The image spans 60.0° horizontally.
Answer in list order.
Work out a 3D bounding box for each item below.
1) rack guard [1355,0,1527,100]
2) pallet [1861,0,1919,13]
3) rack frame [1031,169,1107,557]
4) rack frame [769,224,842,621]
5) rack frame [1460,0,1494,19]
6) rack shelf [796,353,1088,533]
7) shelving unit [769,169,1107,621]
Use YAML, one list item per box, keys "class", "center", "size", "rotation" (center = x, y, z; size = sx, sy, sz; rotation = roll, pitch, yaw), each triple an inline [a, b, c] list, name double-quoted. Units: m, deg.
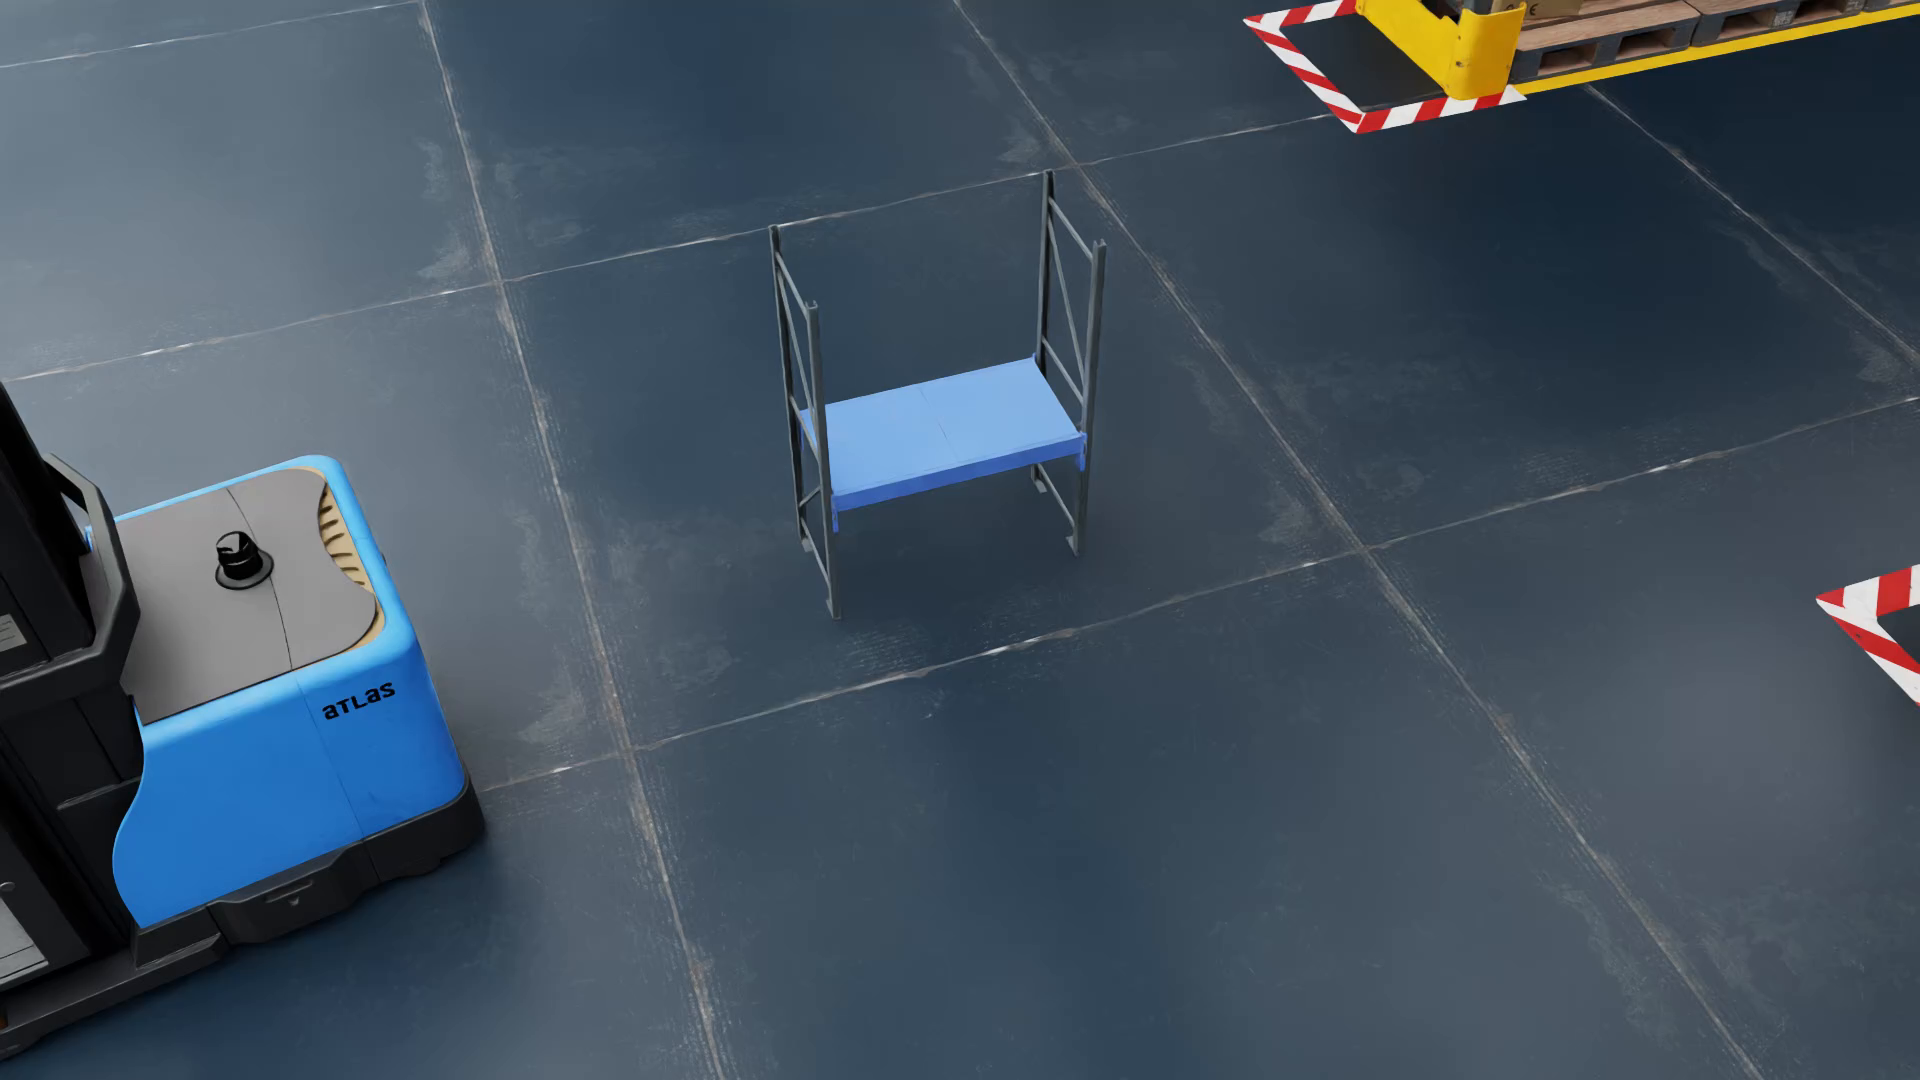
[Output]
- class: "rack guard"
  center: [2.694, -3.016, 9.403]
  size: [0.348, 0.500, 1.175]
  rotation: [-14, 47, -14]
- class: "pallet"
  center: [5.765, -3.673, 10.262]
  size: [1.213, 0.211, 1.003]
  rotation: [-14, 47, -14]
- class: "rack frame"
  center: [0.398, -0.631, 6.320]
  size: [0.032, 1.500, 0.500]
  rotation: [-14, 47, -14]
- class: "rack frame"
  center: [-0.558, -0.387, 6.076]
  size: [0.032, 1.500, 0.500]
  rotation: [-14, 47, -14]
- class: "rack frame"
  center: [2.622, -3.880, 8.500]
  size: [0.127, 3.000, 1.000]
  rotation: [-14, 47, -14]
- class: "rack shelf"
  center: [-0.080, -0.382, 6.326]
  size: [1.000, 0.185, 0.538]
  rotation: [-14, 47, -14]
- class: "shelving unit"
  center: [-0.080, -0.509, 6.198]
  size: [1.048, 1.500, 0.538]
  rotation: [-14, 47, -14]
